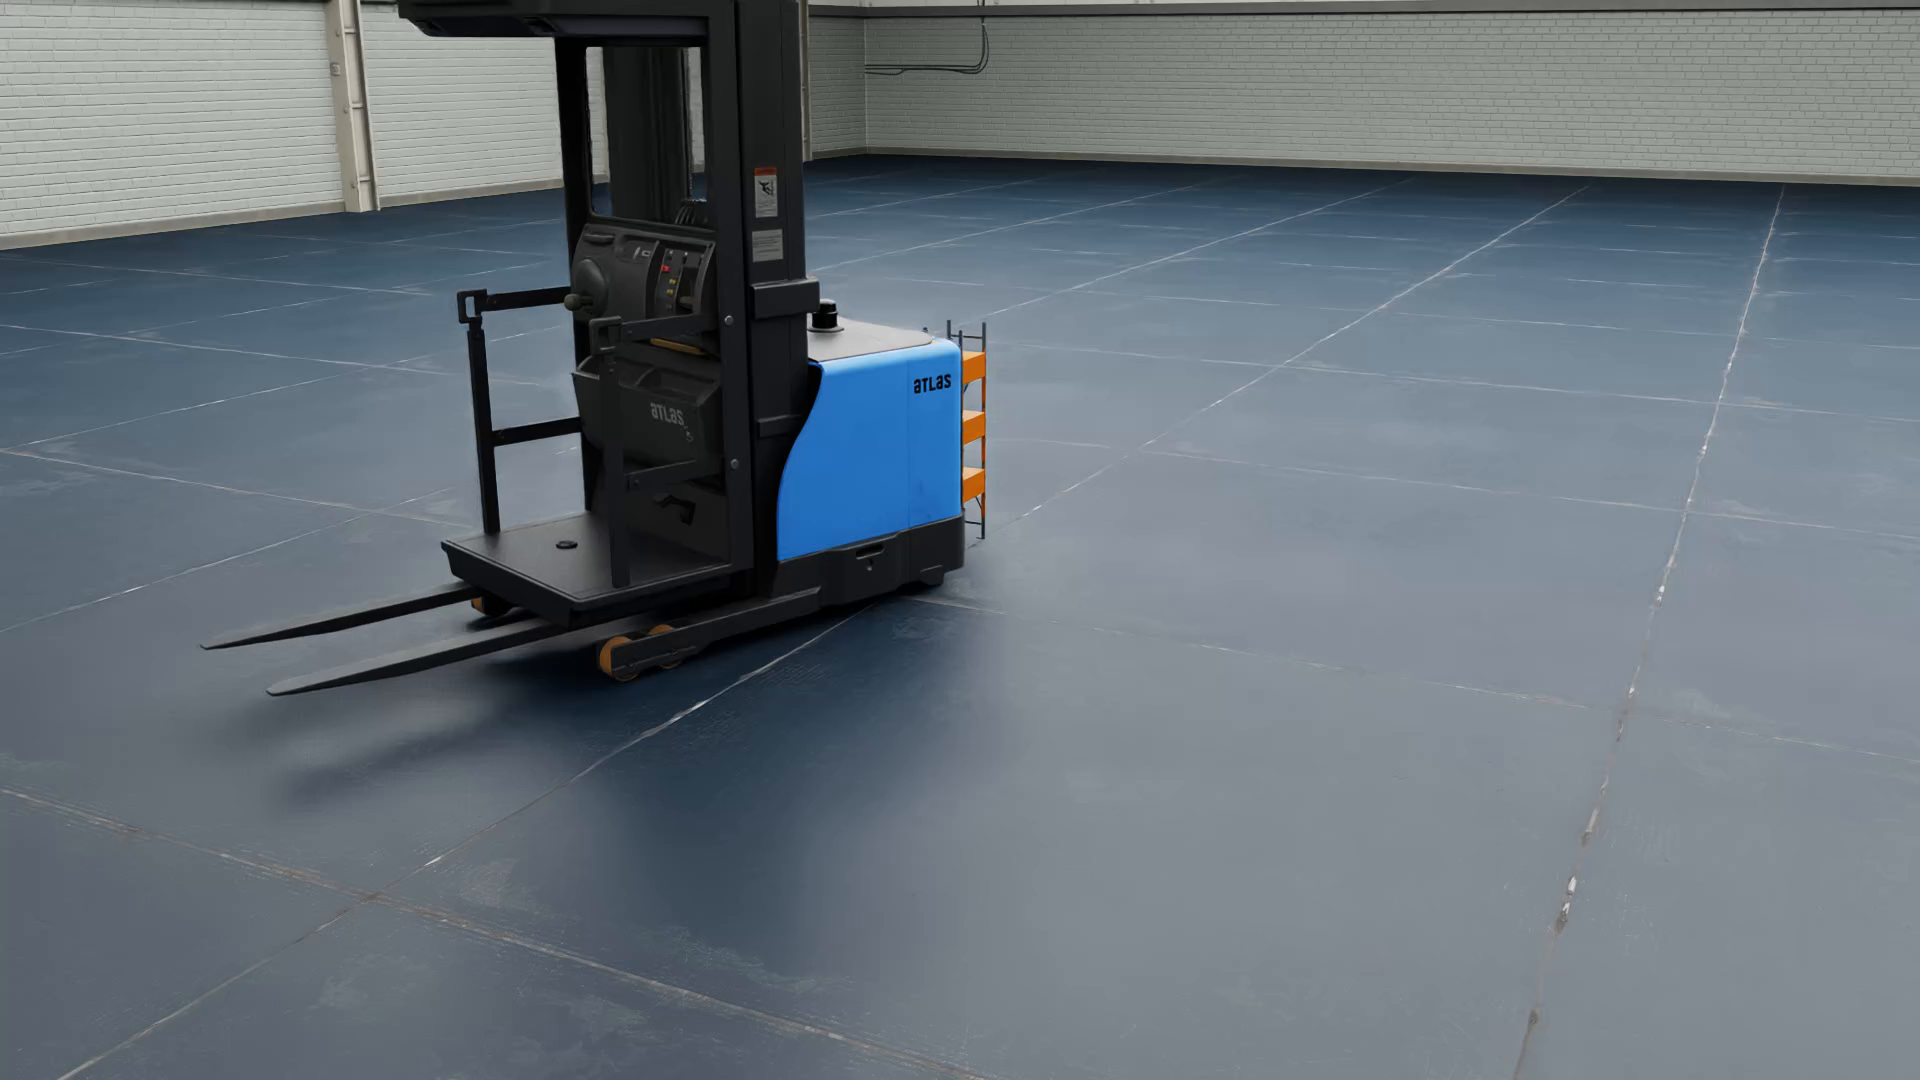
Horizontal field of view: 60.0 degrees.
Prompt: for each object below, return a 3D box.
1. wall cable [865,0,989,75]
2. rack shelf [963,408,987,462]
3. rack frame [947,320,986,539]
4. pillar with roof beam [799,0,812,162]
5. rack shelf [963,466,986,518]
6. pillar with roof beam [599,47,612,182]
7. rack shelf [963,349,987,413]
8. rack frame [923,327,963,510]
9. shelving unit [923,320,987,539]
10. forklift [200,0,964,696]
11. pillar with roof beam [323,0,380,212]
[{"bbox_3d":[-0.787,-11.231,35.485,3.097,2.526,0.112,8,18,25],"label":"wall cable"},{"bbox_3d":[-0.024,-0.479,7.832,0.215,0.259,0.240,8,18,25],"label":"rack shelf"},{"bbox_3d":[0.031,-0.521,7.934,0.200,1.050,0.008,8,18,25],"label":"rack frame"},{"bbox_3d":[0.564,-11.589,31.239,9.100,9.000,0.400,8,18,25],"label":"pillar with roof beam"},{"bbox_3d":[-0.024,-0.213,7.911,0.215,0.259,0.240,8,18,25],"label":"rack shelf"},{"bbox_3d":[-2.117,-10.061,26.093,9.100,9.000,0.400,8,18,25],"label":"pillar with roof beam"},{"bbox_3d":[-0.024,-0.752,7.751,0.215,0.259,0.240,8,18,25],"label":"rack shelf"},{"bbox_3d":[-0.078,-0.459,7.724,0.200,1.050,0.008,8,18,25],"label":"rack frame"},{"bbox_3d":[-0.024,-0.490,7.829,0.215,1.050,0.252,8,18,25],"label":"shelving unit"},{"bbox_3d":[-1.402,-1.041,6.382,3.031,2.935,1.130,-15,22,-41],"label":"forklift"},{"bbox_3d":[-4.798,-8.533,20.948,9.100,9.000,0.400,8,18,25],"label":"pillar with roof beam"}]
